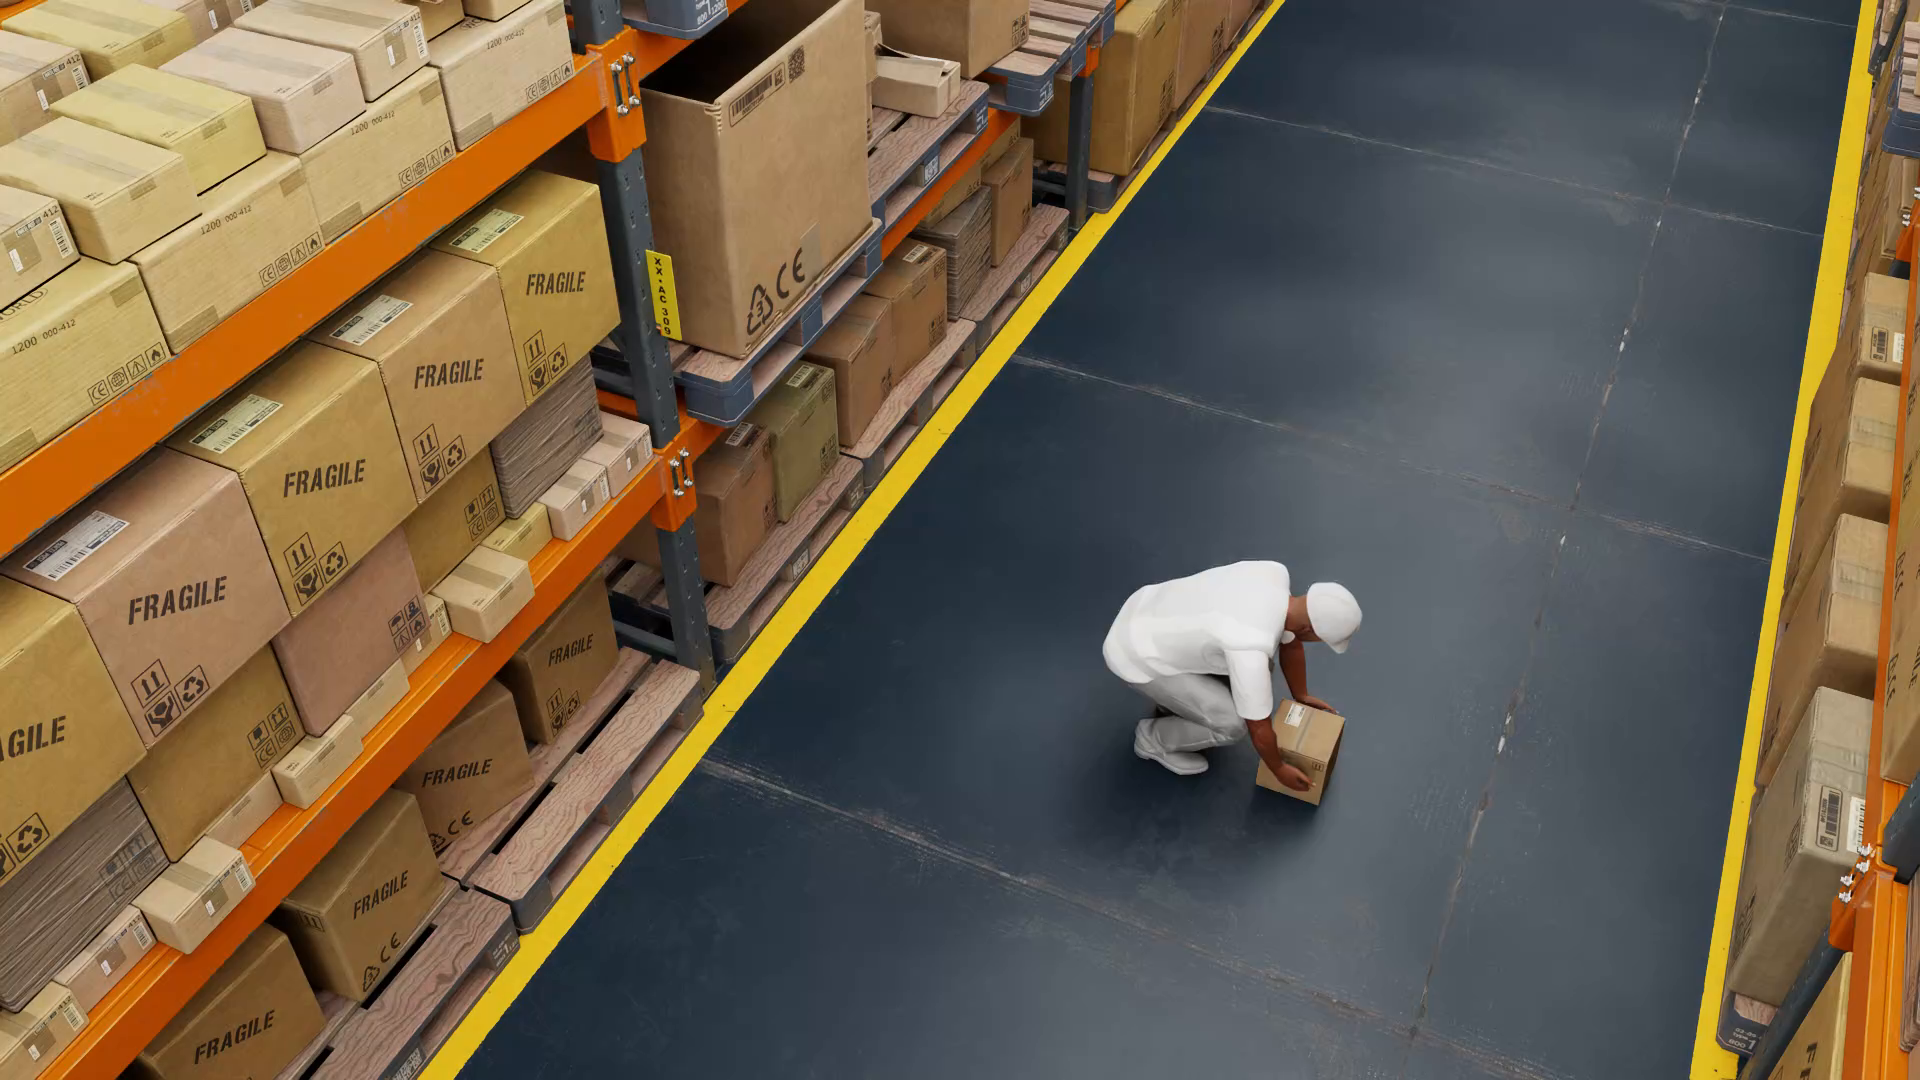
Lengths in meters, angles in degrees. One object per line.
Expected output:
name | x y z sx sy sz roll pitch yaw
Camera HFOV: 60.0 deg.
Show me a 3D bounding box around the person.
person | 1.011 0.441 6.283 0.897 0.926 0.569 17 45 18
